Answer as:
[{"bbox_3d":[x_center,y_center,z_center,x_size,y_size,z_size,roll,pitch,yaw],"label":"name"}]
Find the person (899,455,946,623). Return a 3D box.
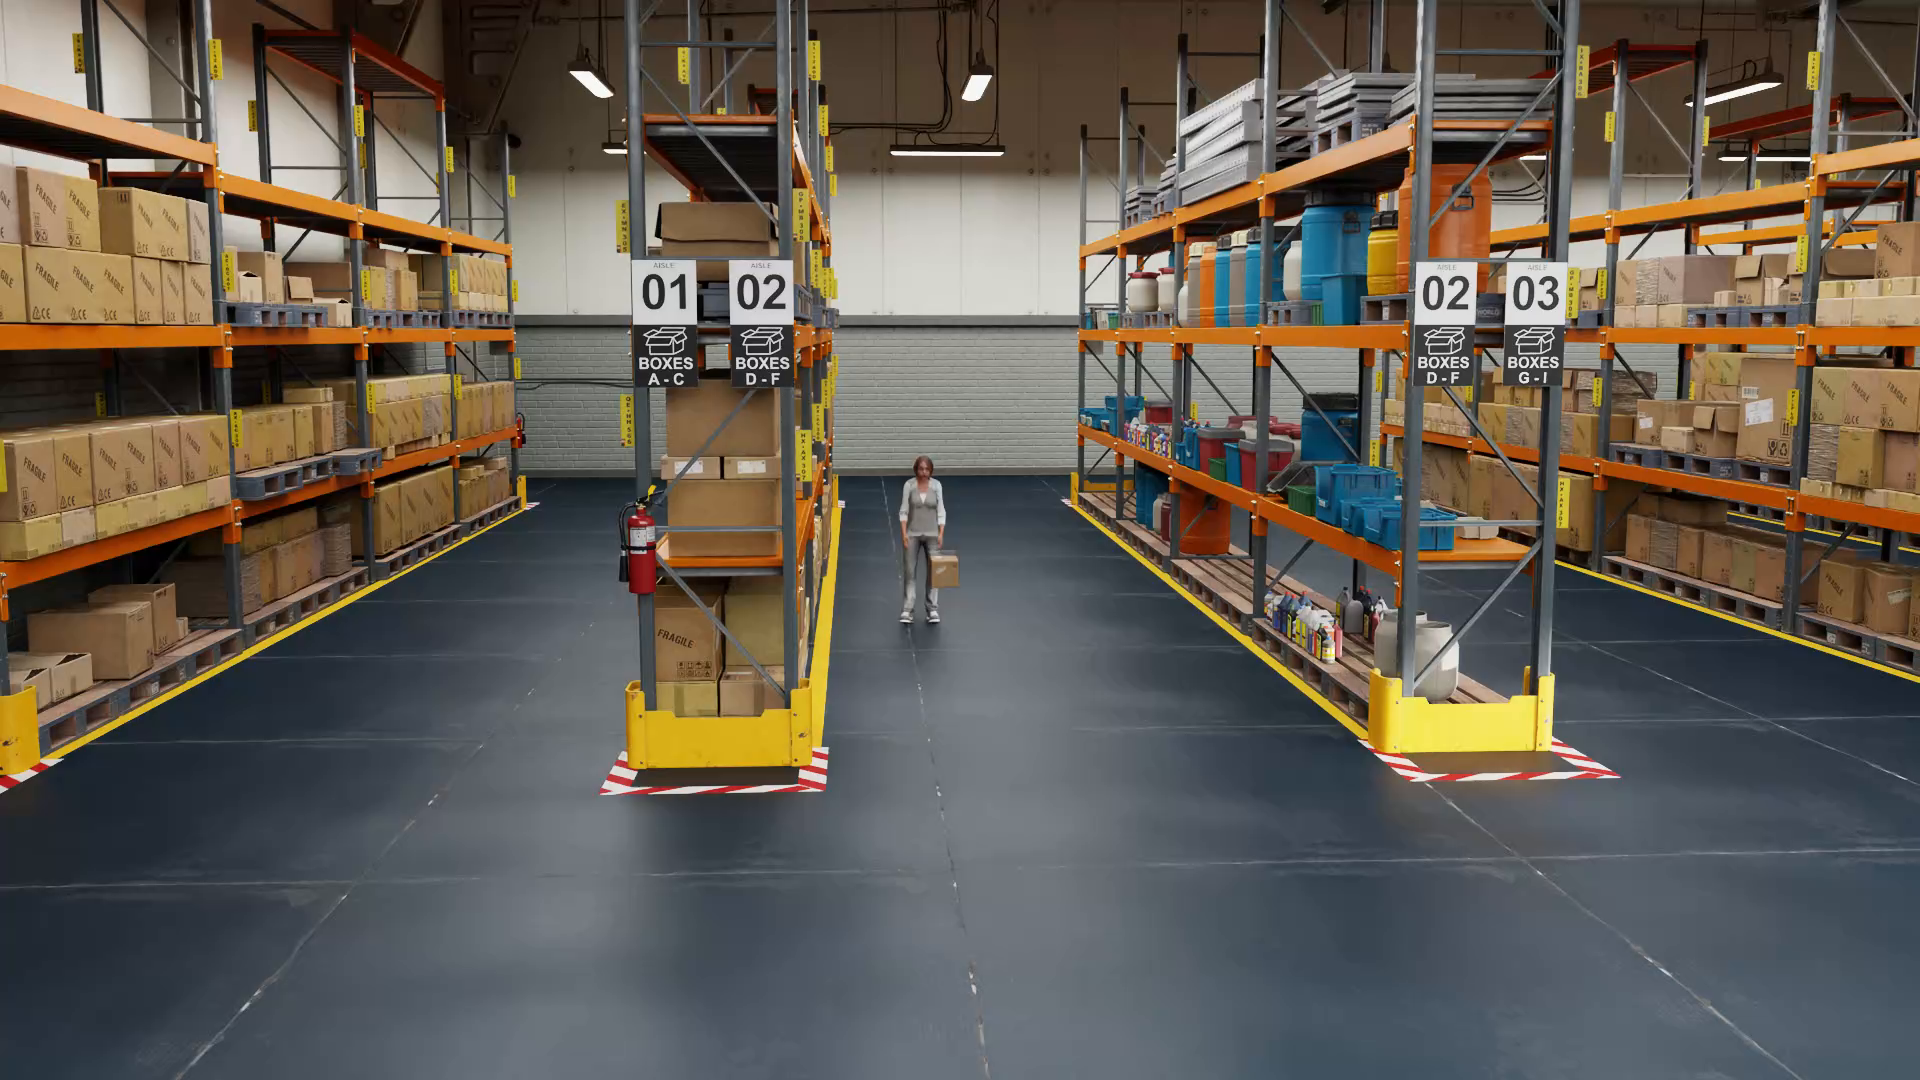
[{"bbox_3d":[-0.358,-0.014,15.894,0.450,1.599,0.336,-1,7,-4],"label":"person"}]
